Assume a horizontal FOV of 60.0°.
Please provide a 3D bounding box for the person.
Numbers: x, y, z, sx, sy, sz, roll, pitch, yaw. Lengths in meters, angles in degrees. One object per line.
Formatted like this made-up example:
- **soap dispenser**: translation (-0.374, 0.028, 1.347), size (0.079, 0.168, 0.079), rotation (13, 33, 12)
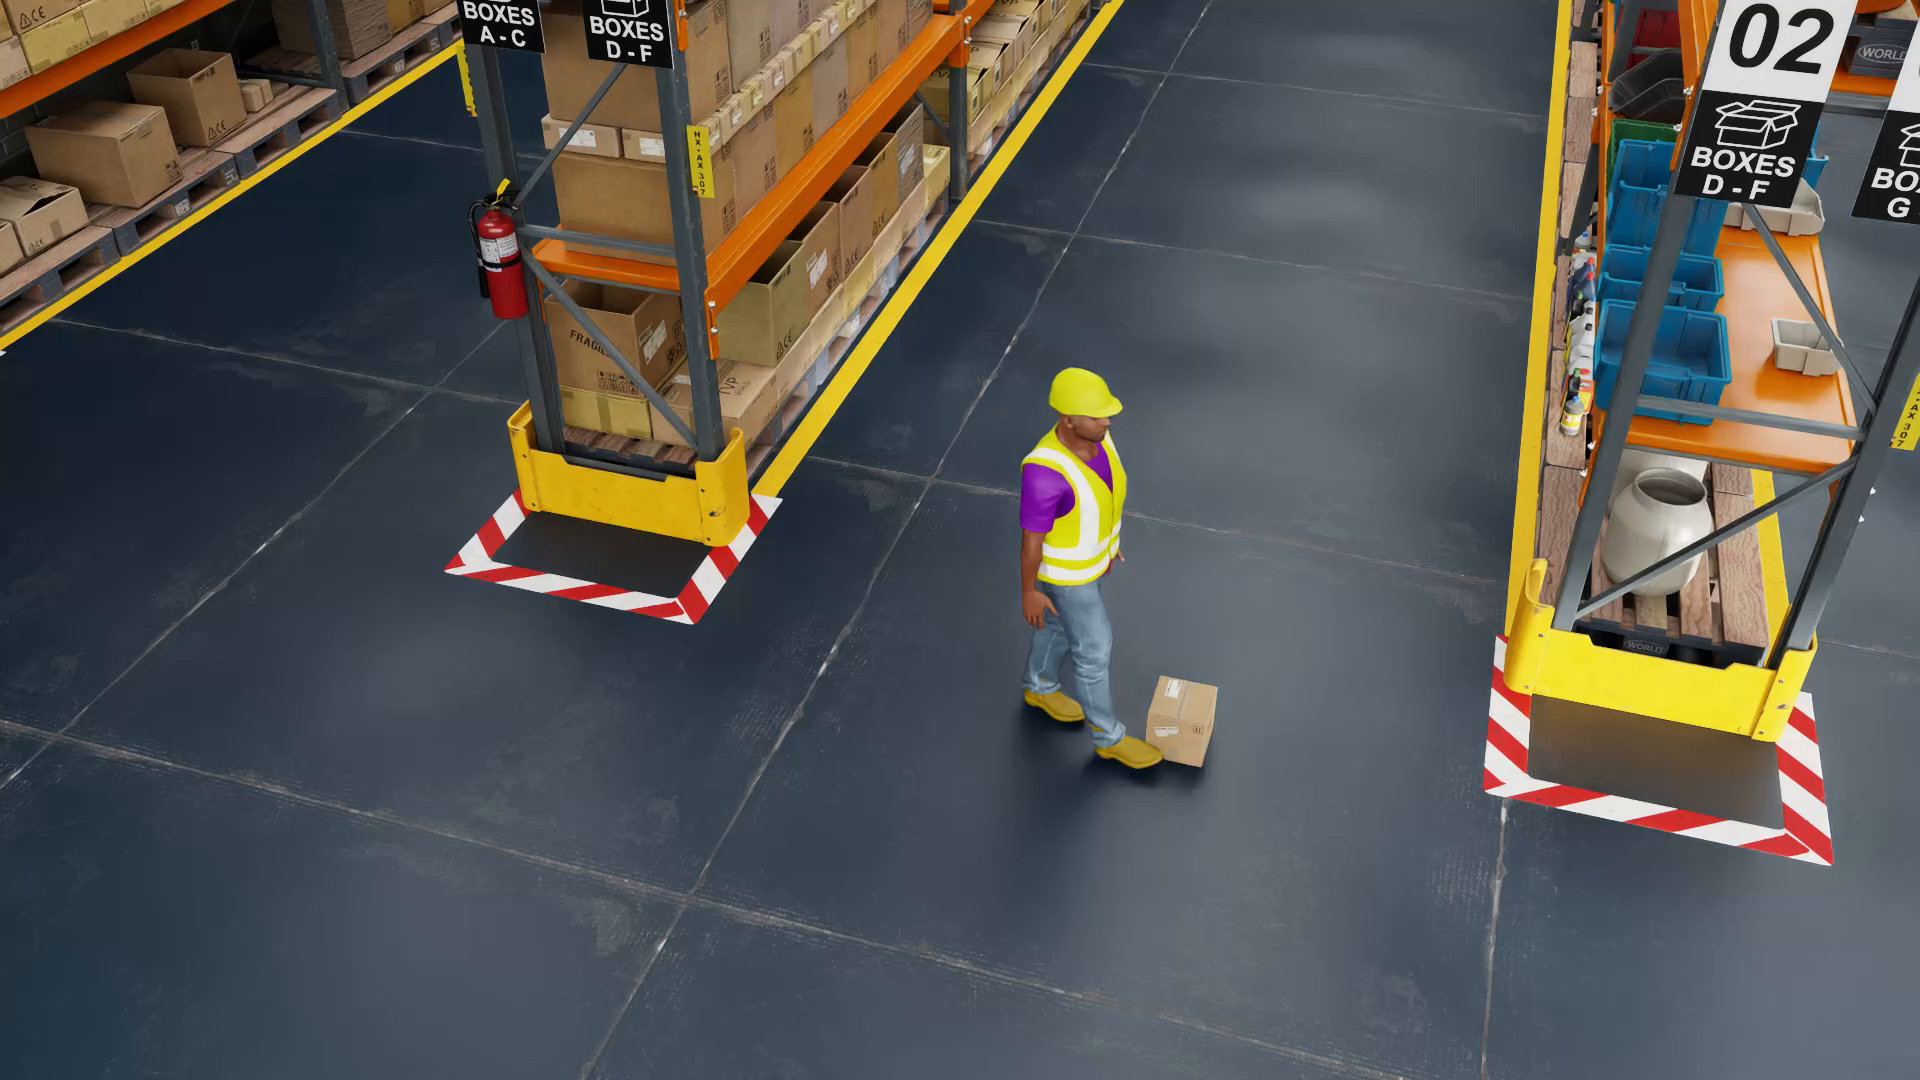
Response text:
- **person**: translation (0.574, 0.115, 6.716), size (0.729, 1.753, 0.577), rotation (16, 40, 20)
